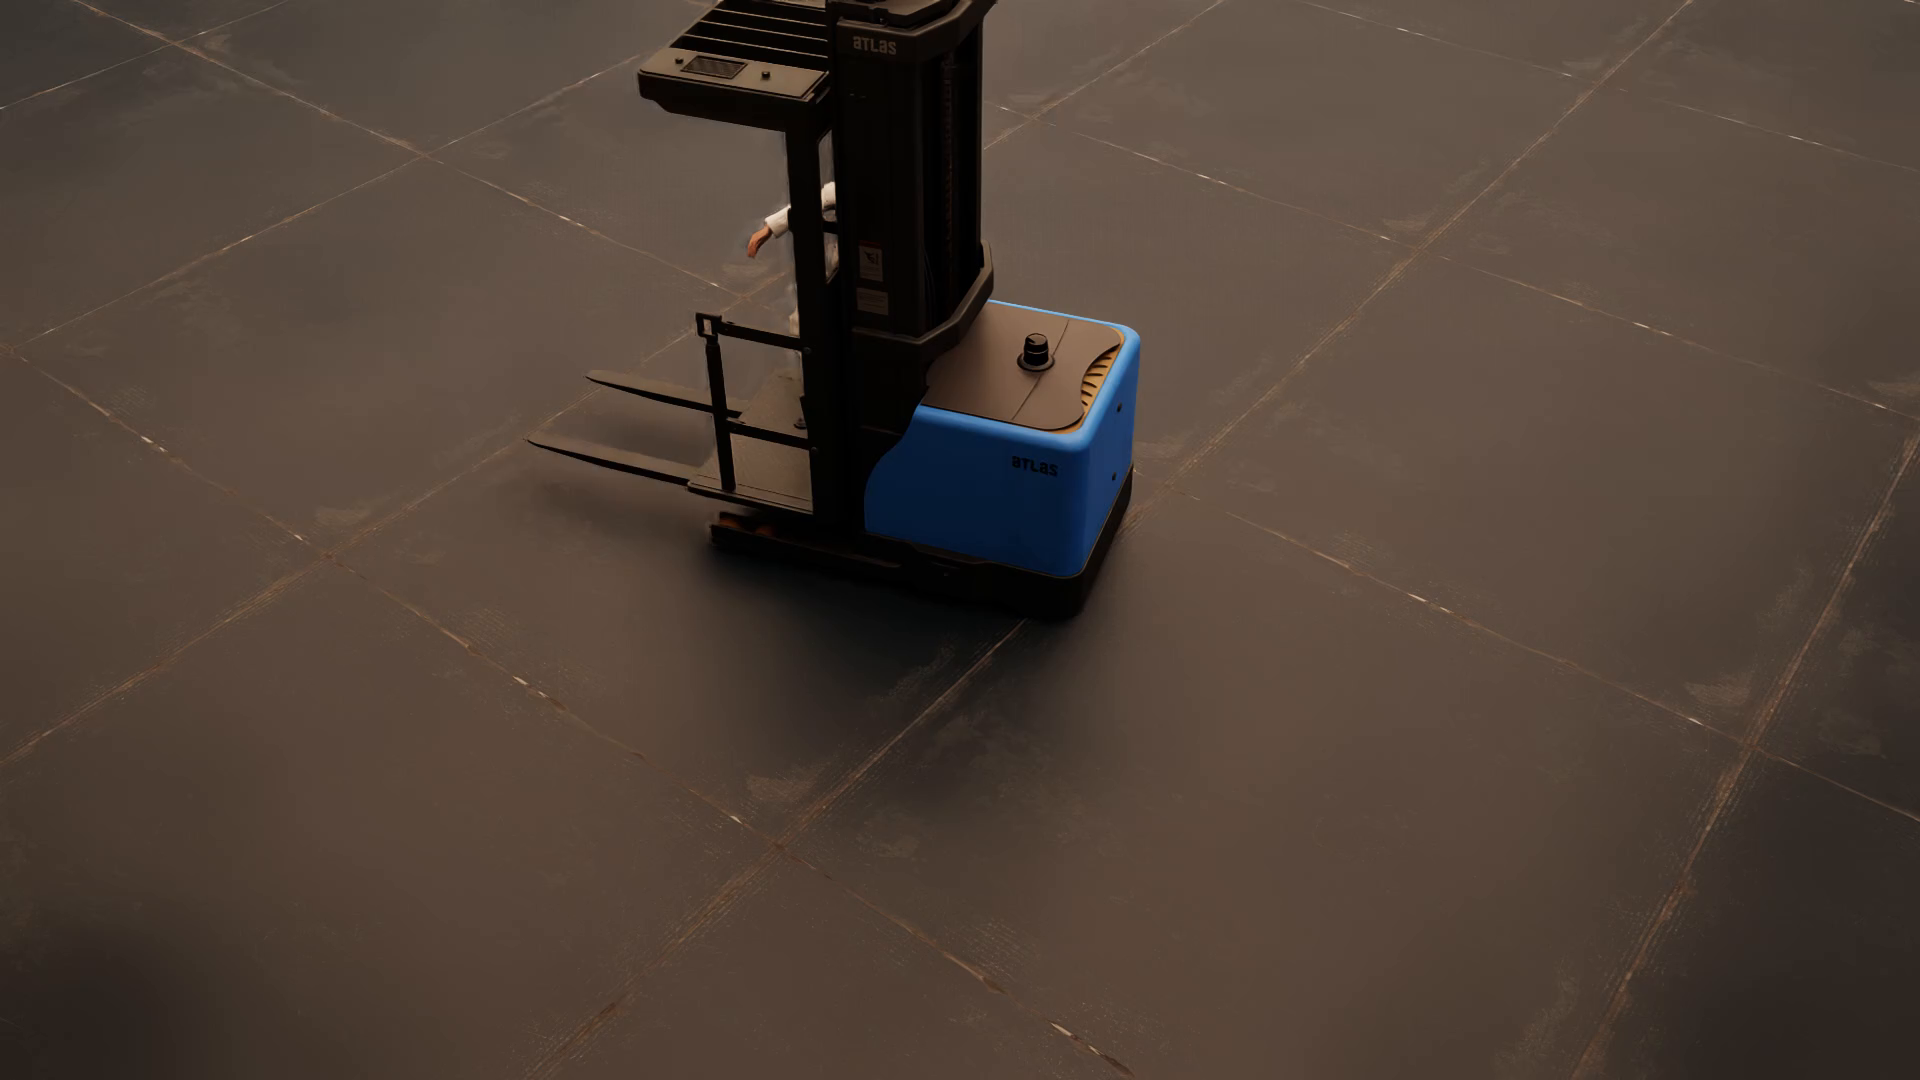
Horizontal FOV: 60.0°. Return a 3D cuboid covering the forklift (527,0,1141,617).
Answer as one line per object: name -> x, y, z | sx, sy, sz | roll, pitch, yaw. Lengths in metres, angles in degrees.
forklift -> -0.704, -1.334, 7.639 | 3.031, 2.935, 1.130 | 13, 42, 15

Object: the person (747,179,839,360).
person -> -0.568, -1.387, 8.807 | 1.230, 1.519, 0.788 | -17, 43, -19
